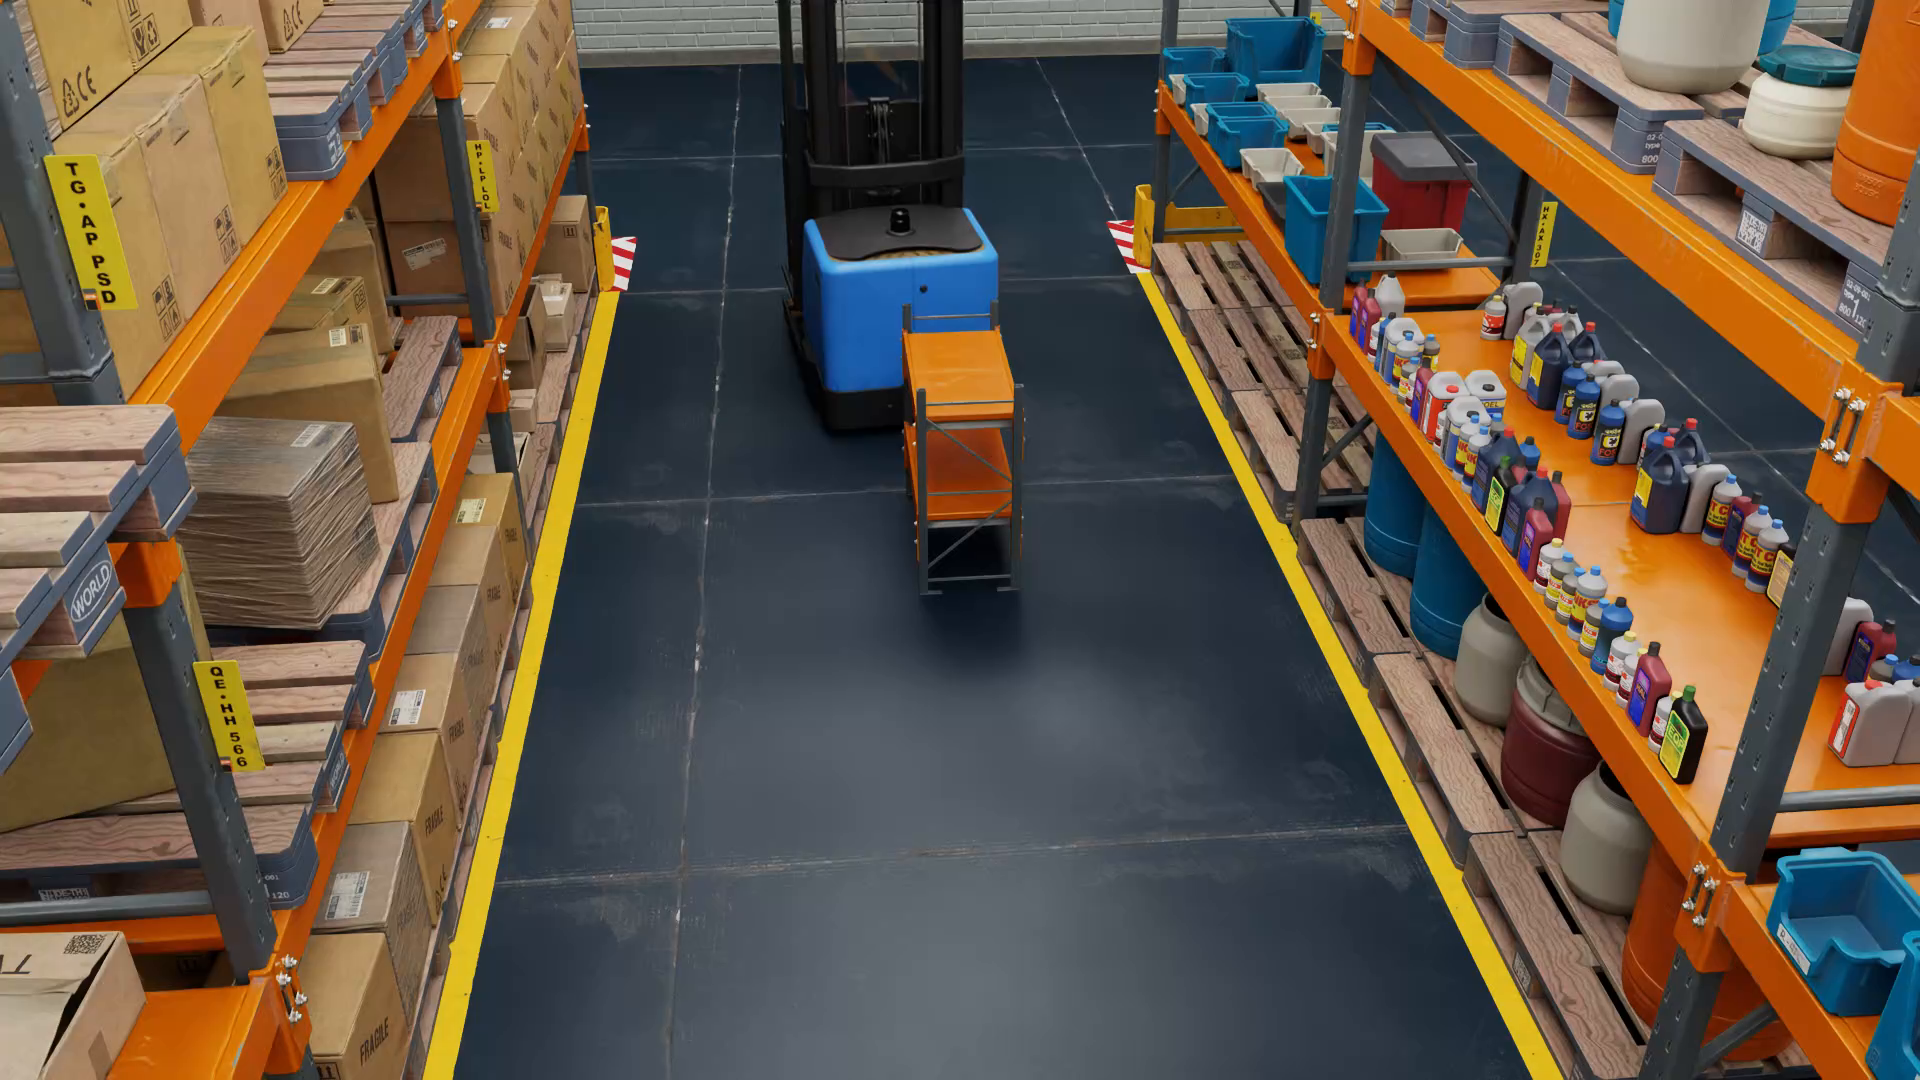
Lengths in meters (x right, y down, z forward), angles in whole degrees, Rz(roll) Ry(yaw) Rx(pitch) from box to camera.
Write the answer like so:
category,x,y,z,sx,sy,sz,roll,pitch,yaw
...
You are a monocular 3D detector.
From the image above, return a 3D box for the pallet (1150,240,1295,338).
category,x,y,z,sx,sy,sz,roll,pitch,yaw
pallet,1.922,-1.749,11.473,1.003,0.211,1.213,-3,31,-5

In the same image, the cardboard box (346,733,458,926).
category,x,y,z,sx,sy,sz,roll,pitch,yaw
cardboard box,-2.156,1.065,6.050,0.500,0.500,0.500,-3,31,-5

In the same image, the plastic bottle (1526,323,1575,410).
category,x,y,z,sx,sy,sz,roll,pitch,yaw
plastic bottle,2.542,-0.751,7.130,0.144,0.351,0.185,-3,31,-5

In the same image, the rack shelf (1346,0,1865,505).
category,x,y,z,sx,sy,sz,roll,pitch,yaw
rack shelf,2.444,-1.285,5.753,1.077,0.370,4.000,-3,31,-5

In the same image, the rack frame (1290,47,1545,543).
category,x,y,z,sx,sy,sz,roll,pitch,yaw
rack frame,2.257,-1.327,8.047,1.000,3.000,0.127,-3,31,-5

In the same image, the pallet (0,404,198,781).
category,x,y,z,sx,sy,sz,roll,pitch,yaw
pallet,-2.149,0.086,2.940,1.213,0.211,1.003,-1,31,-2

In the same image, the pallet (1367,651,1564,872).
category,x,y,z,sx,sy,sz,roll,pitch,yaw
pallet,2.405,0.890,7.054,1.003,0.211,1.213,-3,31,-5

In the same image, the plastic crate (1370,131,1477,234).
category,x,y,z,sx,sy,sz,roll,pitch,yaw
plastic crate,2.423,-1.848,8.798,0.402,0.464,0.583,-3,31,-5

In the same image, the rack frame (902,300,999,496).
category,x,y,z,sx,sy,sz,roll,pitch,yaw
rack frame,-0.048,-0.746,8.902,0.500,1.125,0.032,-3,31,-5

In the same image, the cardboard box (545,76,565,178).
category,x,y,z,sx,sy,sz,roll,pitch,yaw
cardboard box,-2.643,-2.442,9.815,0.500,0.500,0.500,-3,31,-4

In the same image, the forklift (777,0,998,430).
category,x,y,z,sx,sy,sz,roll,pitch,yaw
forklift,-0.575,-2.644,10.318,1.130,2.935,3.031,-6,31,-10

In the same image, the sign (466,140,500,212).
category,x,y,z,sx,sy,sz,roll,pitch,yaw
sign,-2.123,-1.617,7.403,0.100,0.325,0.005,-3,31,-5

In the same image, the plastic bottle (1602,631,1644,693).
category,x,y,z,sx,sy,sz,roll,pitch,yaw
plastic bottle,2.145,0.387,5.371,0.097,0.201,0.097,0,31,0

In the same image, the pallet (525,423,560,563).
category,x,y,z,sx,sy,sz,roll,pitch,yaw
pallet,-2.738,-0.245,8.955,1.003,0.211,1.213,-3,31,-5

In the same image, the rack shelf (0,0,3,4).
category,x,y,z,sx,sy,sz,roll,pitch,yaw
rack shelf,-2.115,-0.123,1.273,1.077,0.370,4.000,-3,31,-5

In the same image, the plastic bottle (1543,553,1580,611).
category,x,y,z,sx,sy,sz,roll,pitch,yaw
plastic bottle,2.099,0.138,5.787,0.097,0.201,0.097,0,31,0

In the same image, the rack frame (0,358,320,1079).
category,x,y,z,sx,sy,sz,roll,pitch,yaw
rack frame,-2.301,0.950,4.234,1.000,3.000,0.127,-3,31,-5

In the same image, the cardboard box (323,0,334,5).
category,x,y,z,sx,sy,sz,roll,pitch,yaw
cardboard box,-2.701,-2.385,6.288,0.600,0.600,0.600,-6,31,-9

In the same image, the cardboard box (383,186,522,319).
category,x,y,z,sx,sy,sz,roll,pitch,yaw
cardboard box,-2.452,-1.408,8.085,0.500,0.500,0.500,-2,31,-3

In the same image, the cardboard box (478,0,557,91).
category,x,y,z,sx,sy,sz,roll,pitch,yaw
cardboard box,-2.632,-2.870,9.557,0.500,0.500,0.500,-2,31,-3

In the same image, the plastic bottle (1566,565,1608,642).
category,x,y,z,sx,sy,sz,roll,pitch,yaw
plastic bottle,2.117,0.208,5.602,0.097,0.271,0.097,0,31,0

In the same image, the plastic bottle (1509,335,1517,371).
category,x,y,z,sx,sy,sz,roll,pitch,yaw
plastic bottle,2.527,-0.854,7.449,0.097,0.201,0.097,0,31,0

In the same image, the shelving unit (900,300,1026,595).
category,x,y,z,sx,sy,sz,roll,pitch,yaw
shelving unit,-0.001,-0.486,8.467,0.538,1.125,1.048,-3,31,-5

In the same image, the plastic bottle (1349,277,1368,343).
category,x,y,z,sx,sy,sz,roll,pitch,yaw
plastic bottle,1.866,-1.069,7.729,0.061,0.283,0.133,-3,31,-5

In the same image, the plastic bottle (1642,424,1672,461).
category,x,y,z,sx,sy,sz,roll,pitch,yaw
plastic bottle,2.721,-0.326,6.496,0.097,0.271,0.097,0,31,0

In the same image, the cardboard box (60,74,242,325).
category,x,y,z,sx,sy,sz,roll,pitch,yaw
cardboard box,-2.423,-0.862,4.245,0.910,0.500,0.500,-3,31,-5

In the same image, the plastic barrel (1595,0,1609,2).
category,x,y,z,sx,sy,sz,roll,pitch,yaw
plastic barrel,2.544,-2.420,6.358,0.600,0.588,0.600,0,31,0

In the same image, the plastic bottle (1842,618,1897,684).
category,x,y,z,sx,sy,sz,roll,pitch,yaw
plastic bottle,2.927,0.359,5.338,0.061,0.283,0.133,-3,31,-5

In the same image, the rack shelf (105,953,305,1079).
category,x,y,z,sx,sy,sz,roll,pitch,yaw
rack shelf,-2.115,2.280,2.709,1.077,0.370,4.000,-3,31,-5

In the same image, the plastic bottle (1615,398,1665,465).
category,x,y,z,sx,sy,sz,roll,pitch,yaw
plastic bottle,2.731,-0.457,6.711,0.152,0.276,0.135,-3,31,-5

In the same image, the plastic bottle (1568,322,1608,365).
category,x,y,z,sx,sy,sz,roll,pitch,yaw
plastic bottle,2.686,-0.758,7.142,0.144,0.351,0.185,-3,31,-5

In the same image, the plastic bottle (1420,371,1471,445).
category,x,y,z,sx,sy,sz,roll,pitch,yaw
plastic bottle,2.007,-0.547,6.861,0.152,0.276,0.135,-3,31,-5

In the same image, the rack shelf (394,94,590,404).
category,x,y,z,sx,sy,sz,roll,pitch,yaw
rack shelf,-2.862,-1.804,9.547,1.077,0.370,4.000,-3,31,-5

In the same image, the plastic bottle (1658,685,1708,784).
category,x,y,z,sx,sy,sz,roll,pitch,yaw
plastic bottle,2.168,0.579,4.969,0.061,0.283,0.133,-3,31,-5

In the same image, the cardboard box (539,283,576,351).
category,x,y,z,sx,sy,sz,roll,pitch,yaw
cardboard box,-2.694,-1.390,10.405,0.500,0.250,0.500,-3,31,-5

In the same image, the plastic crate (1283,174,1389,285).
category,x,y,z,sx,sy,sz,roll,pitch,yaw
plastic crate,1.874,-1.568,8.407,0.392,0.384,0.575,-3,31,-5

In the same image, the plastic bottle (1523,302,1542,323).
category,x,y,z,sx,sy,sz,roll,pitch,yaw
plastic bottle,2.654,-0.998,7.690,0.097,0.201,0.097,0,31,0

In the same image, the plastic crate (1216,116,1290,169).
category,x,y,z,sx,sy,sz,roll,pitch,yaw
plastic crate,1.729,-2.356,9.874,0.416,0.233,0.300,-3,31,-5

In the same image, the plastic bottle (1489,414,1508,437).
category,x,y,z,sx,sy,sz,roll,pitch,yaw
plastic bottle,2.151,-0.412,6.708,0.097,0.201,0.097,0,31,0

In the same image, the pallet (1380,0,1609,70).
category,x,y,z,sx,sy,sz,roll,pitch,yaw
pallet,2.427,-2.138,6.664,1.213,0.211,1.003,-3,31,-5

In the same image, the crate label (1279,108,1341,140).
category,x,y,z,sx,sy,sz,roll,pitch,yaw
crate label,2.203,-2.585,10.351,0.396,0.136,0.243,-3,31,-5

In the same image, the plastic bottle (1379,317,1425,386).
category,x,y,z,sx,sy,sz,roll,pitch,yaw
plastic bottle,1.955,-0.833,7.340,0.152,0.276,0.135,-3,31,-5

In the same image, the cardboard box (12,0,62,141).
category,x,y,z,sx,sy,sz,roll,pitch,yaw
cardboard box,-2.336,-1.033,3.556,0.500,0.500,0.500,-3,31,-5

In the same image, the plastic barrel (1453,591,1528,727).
category,x,y,z,sx,sy,sz,roll,pitch,yaw
plastic barrel,2.321,0.493,7.016,0.421,0.512,0.421,0,31,0

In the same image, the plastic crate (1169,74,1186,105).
category,x,y,z,sx,sy,sz,roll,pitch,yaw
plastic crate,1.526,-2.972,11.000,0.250,0.136,0.298,-3,31,-5

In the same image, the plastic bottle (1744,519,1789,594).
category,x,y,z,sx,sy,sz,roll,pitch,yaw
plastic bottle,2.851,0.051,5.865,0.097,0.271,0.097,0,31,0

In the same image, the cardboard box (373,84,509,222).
category,x,y,z,sx,sy,sz,roll,pitch,yaw
cardboard box,-2.439,-1.818,7.796,0.500,0.500,0.500,-2,31,-3

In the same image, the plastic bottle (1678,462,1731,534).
category,x,y,z,sx,sy,sz,roll,pitch,yaw
plastic bottle,2.782,-0.176,6.241,0.152,0.276,0.135,-3,31,-5

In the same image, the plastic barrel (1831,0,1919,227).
category,x,y,z,sx,sy,sz,roll,pitch,yaw
plastic barrel,2.580,-1.227,4.126,0.600,0.830,0.708,-3,31,-5

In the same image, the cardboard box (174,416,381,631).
category,x,y,z,sx,sy,sz,roll,pitch,yaw
cardboard box,-2.368,-0.065,5.427,0.700,0.500,0.500,3,31,5

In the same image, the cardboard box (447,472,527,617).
category,x,y,z,sx,sy,sz,roll,pitch,yaw
cardboard box,-2.344,0.031,7.782,0.500,0.500,0.500,-3,31,-5

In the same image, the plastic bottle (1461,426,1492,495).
category,x,y,z,sx,sy,sz,roll,pitch,yaw
plastic bottle,2.022,-0.316,6.479,0.097,0.271,0.097,0,31,0
